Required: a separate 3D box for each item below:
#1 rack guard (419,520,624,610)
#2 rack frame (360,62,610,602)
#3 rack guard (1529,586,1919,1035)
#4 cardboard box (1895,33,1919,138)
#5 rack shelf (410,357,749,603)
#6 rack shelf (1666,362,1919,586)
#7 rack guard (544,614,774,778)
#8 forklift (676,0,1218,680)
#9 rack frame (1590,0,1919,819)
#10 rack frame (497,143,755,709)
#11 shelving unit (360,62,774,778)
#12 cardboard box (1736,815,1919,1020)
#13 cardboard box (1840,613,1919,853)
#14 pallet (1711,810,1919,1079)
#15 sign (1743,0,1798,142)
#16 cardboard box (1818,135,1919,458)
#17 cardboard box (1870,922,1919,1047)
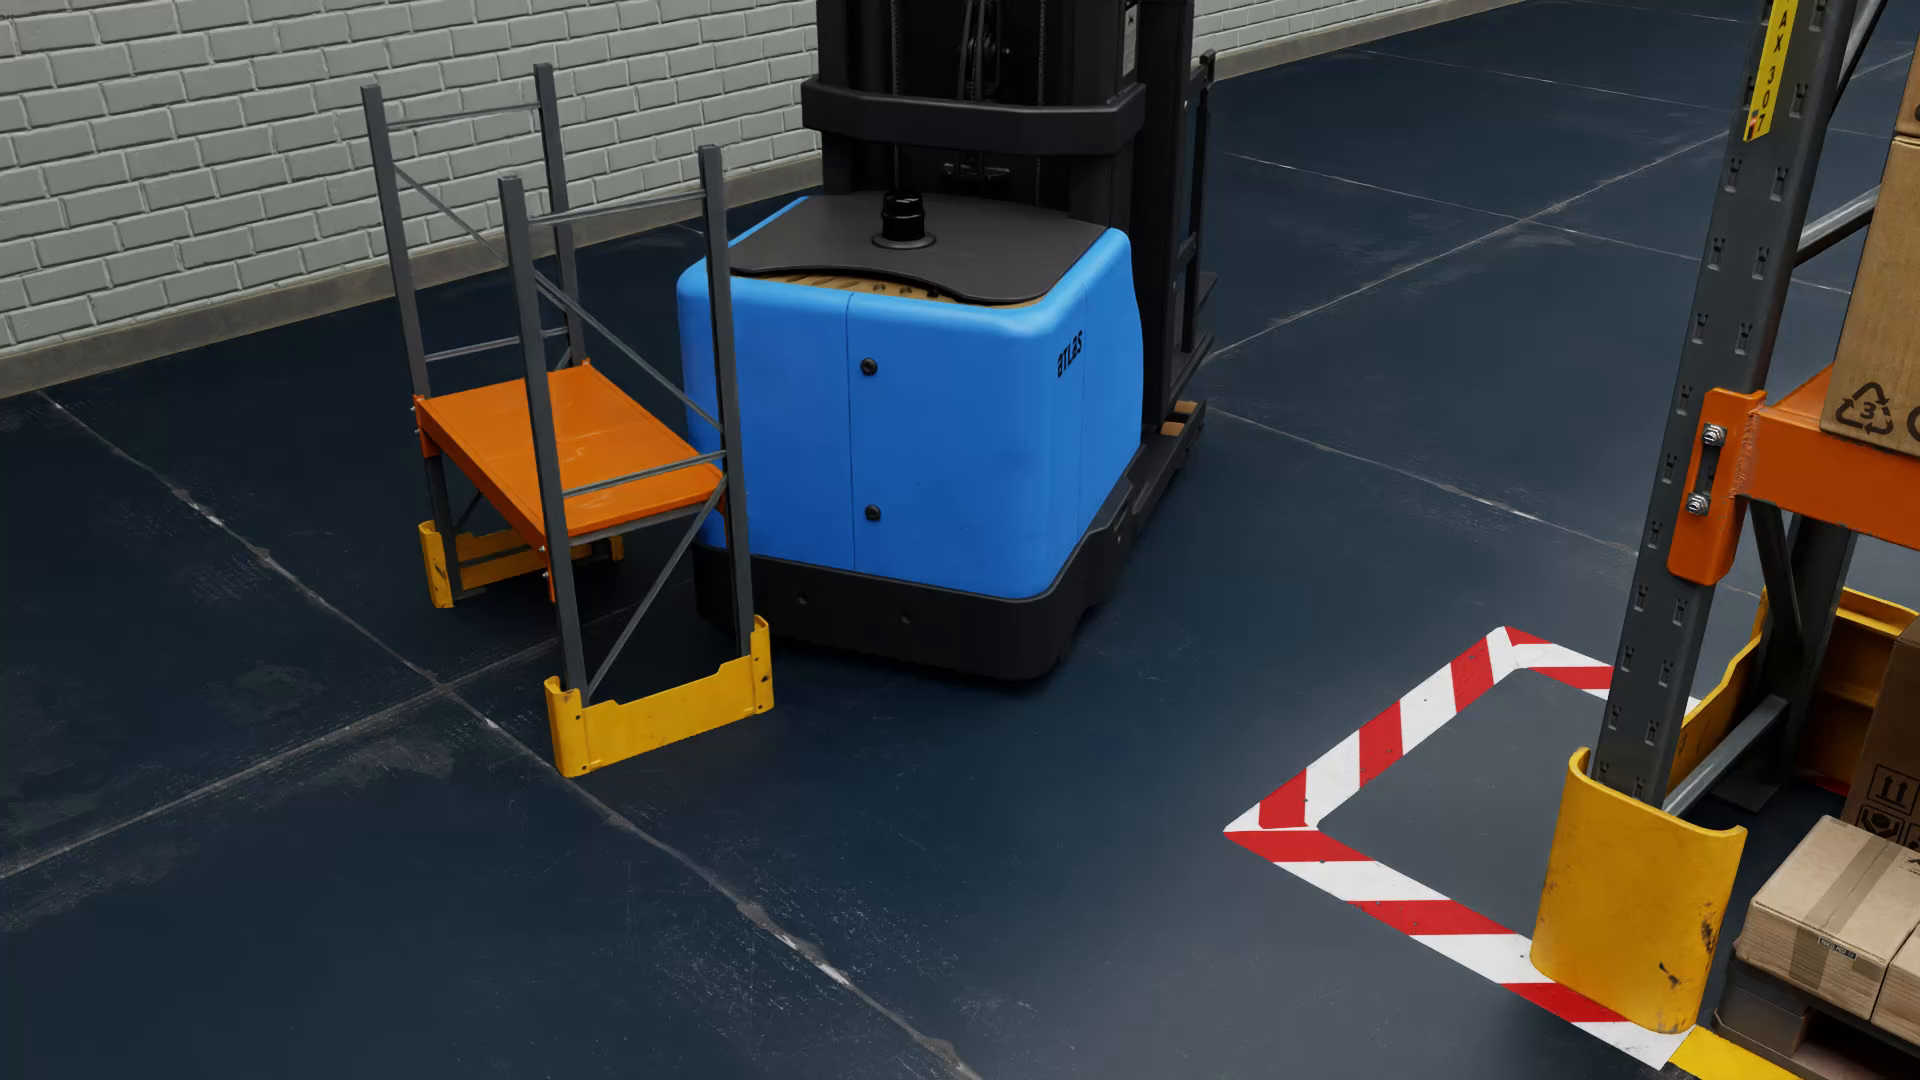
[{"bbox_3d":[-1.299,0.005,4.969,0.587,0.250,0.087,-17,32,-29],"label":"rack guard"},{"bbox_3d":[-1.302,-0.548,4.678,0.500,1.500,0.032,-17,32,-29],"label":"rack frame"},{"bbox_3d":[1.721,0.539,3.688,0.348,0.500,1.175,25,36,38],"label":"rack guard"},{"bbox_3d":[1.798,-0.847,2.456,0.500,0.500,0.500,-24,36,-38],"label":"cardboard box"},{"bbox_3d":[-1.023,-0.191,4.386,0.538,0.185,1.000,-17,32,-29],"label":"rack shelf"},{"bbox_3d":[3.093,0.379,2.080,4.000,0.370,1.077,25,36,38],"label":"rack shelf"},{"bbox_3d":[-0.753,0.393,4.232,0.587,0.250,0.087,-17,32,-29],"label":"rack guard"},{"bbox_3d":[0.229,-1.594,5.132,1.130,2.935,3.031,10,29,17],"label":"forklift"},{"bbox_3d":[1.667,-0.592,3.153,0.127,3.000,1.000,25,36,38],"label":"rack frame"},{"bbox_3d":[-0.745,-0.152,3.925,0.500,1.500,0.032,-17,32,-29],"label":"rack frame"},{"bbox_3d":[-1.028,-0.353,4.308,0.587,1.500,1.083,-17,32,-29],"label":"shelving unit"},{"bbox_3d":[1.724,0.726,3.238,0.250,0.149,0.380,25,36,38],"label":"cardboard box"},{"bbox_3d":[2.227,0.415,3.451,0.500,0.500,0.500,25,36,38],"label":"cardboard box"},{"bbox_3d":[2.290,0.927,3.261,1.213,0.211,1.003,25,36,38],"label":"pallet"},{"bbox_3d":[1.286,-0.795,2.609,0.005,0.325,0.100,25,36,38],"label":"sign"},{"bbox_3d":[1.798,-0.404,2.688,0.500,0.500,0.500,-24,36,-38],"label":"cardboard box"},{"bbox_3d":[1.903,0.799,3.078,0.250,0.166,0.380,25,36,38],"label":"cardboard box"}]
